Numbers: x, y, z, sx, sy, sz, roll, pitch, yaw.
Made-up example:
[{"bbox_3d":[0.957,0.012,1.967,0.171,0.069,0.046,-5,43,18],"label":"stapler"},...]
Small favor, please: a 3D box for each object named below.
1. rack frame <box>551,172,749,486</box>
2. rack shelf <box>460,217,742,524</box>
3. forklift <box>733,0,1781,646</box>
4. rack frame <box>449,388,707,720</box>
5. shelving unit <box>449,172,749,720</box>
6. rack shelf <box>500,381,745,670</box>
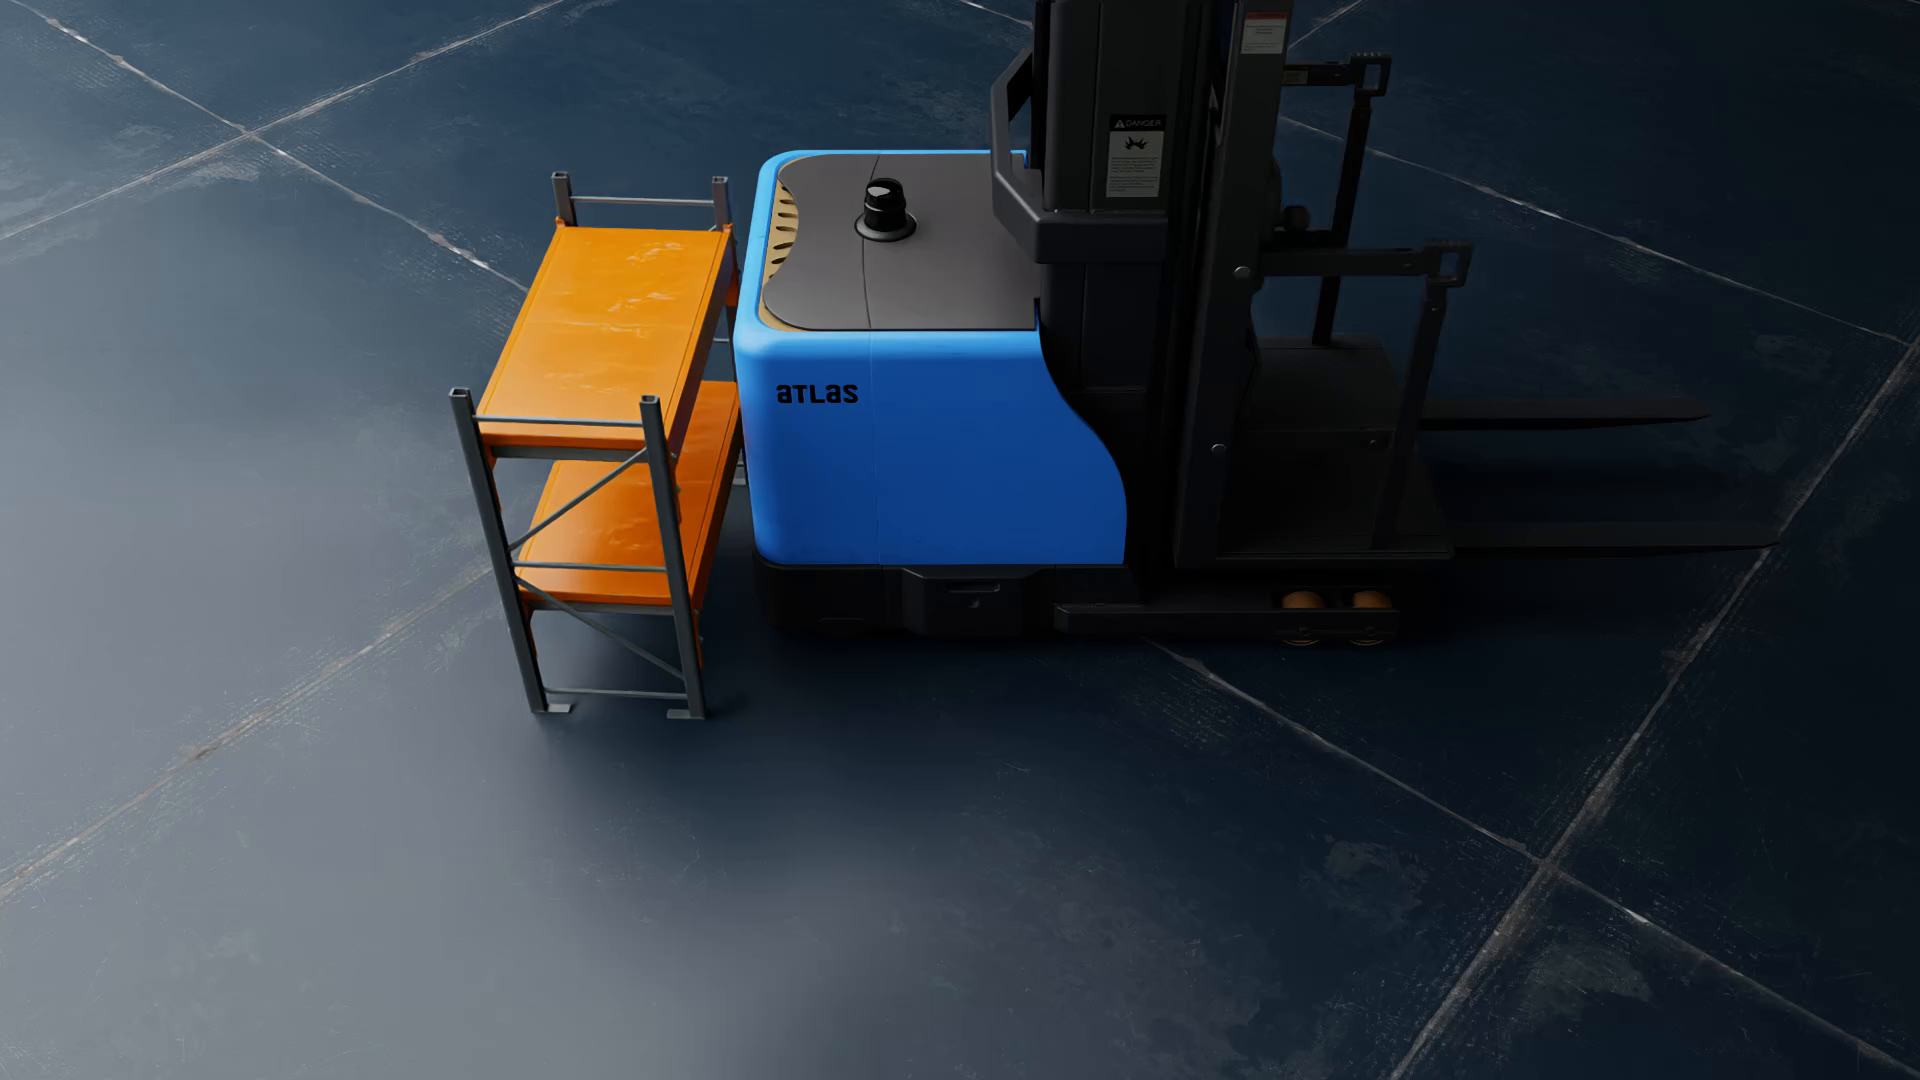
[{"bbox_3d":[-0.907,-0.611,5.086,0.500,1.125,0.032,2,42,2],"label":"rack frame"},{"bbox_3d":[-0.937,-0.486,4.513,0.538,0.278,1.000,2,42,2],"label":"rack shelf"},{"bbox_3d":[0.913,-1.132,4.316,3.031,2.935,1.130,0,42,0],"label":"forklift"},{"bbox_3d":[-0.967,0.072,4.335,0.500,1.125,0.032,2,42,2],"label":"rack frame"},{"bbox_3d":[-0.937,-0.270,4.710,0.538,1.125,1.048,2,42,2],"label":"shelving unit"},{"bbox_3d":[-0.937,-0.089,4.875,0.538,0.278,1.000,2,42,2],"label":"rack shelf"}]
